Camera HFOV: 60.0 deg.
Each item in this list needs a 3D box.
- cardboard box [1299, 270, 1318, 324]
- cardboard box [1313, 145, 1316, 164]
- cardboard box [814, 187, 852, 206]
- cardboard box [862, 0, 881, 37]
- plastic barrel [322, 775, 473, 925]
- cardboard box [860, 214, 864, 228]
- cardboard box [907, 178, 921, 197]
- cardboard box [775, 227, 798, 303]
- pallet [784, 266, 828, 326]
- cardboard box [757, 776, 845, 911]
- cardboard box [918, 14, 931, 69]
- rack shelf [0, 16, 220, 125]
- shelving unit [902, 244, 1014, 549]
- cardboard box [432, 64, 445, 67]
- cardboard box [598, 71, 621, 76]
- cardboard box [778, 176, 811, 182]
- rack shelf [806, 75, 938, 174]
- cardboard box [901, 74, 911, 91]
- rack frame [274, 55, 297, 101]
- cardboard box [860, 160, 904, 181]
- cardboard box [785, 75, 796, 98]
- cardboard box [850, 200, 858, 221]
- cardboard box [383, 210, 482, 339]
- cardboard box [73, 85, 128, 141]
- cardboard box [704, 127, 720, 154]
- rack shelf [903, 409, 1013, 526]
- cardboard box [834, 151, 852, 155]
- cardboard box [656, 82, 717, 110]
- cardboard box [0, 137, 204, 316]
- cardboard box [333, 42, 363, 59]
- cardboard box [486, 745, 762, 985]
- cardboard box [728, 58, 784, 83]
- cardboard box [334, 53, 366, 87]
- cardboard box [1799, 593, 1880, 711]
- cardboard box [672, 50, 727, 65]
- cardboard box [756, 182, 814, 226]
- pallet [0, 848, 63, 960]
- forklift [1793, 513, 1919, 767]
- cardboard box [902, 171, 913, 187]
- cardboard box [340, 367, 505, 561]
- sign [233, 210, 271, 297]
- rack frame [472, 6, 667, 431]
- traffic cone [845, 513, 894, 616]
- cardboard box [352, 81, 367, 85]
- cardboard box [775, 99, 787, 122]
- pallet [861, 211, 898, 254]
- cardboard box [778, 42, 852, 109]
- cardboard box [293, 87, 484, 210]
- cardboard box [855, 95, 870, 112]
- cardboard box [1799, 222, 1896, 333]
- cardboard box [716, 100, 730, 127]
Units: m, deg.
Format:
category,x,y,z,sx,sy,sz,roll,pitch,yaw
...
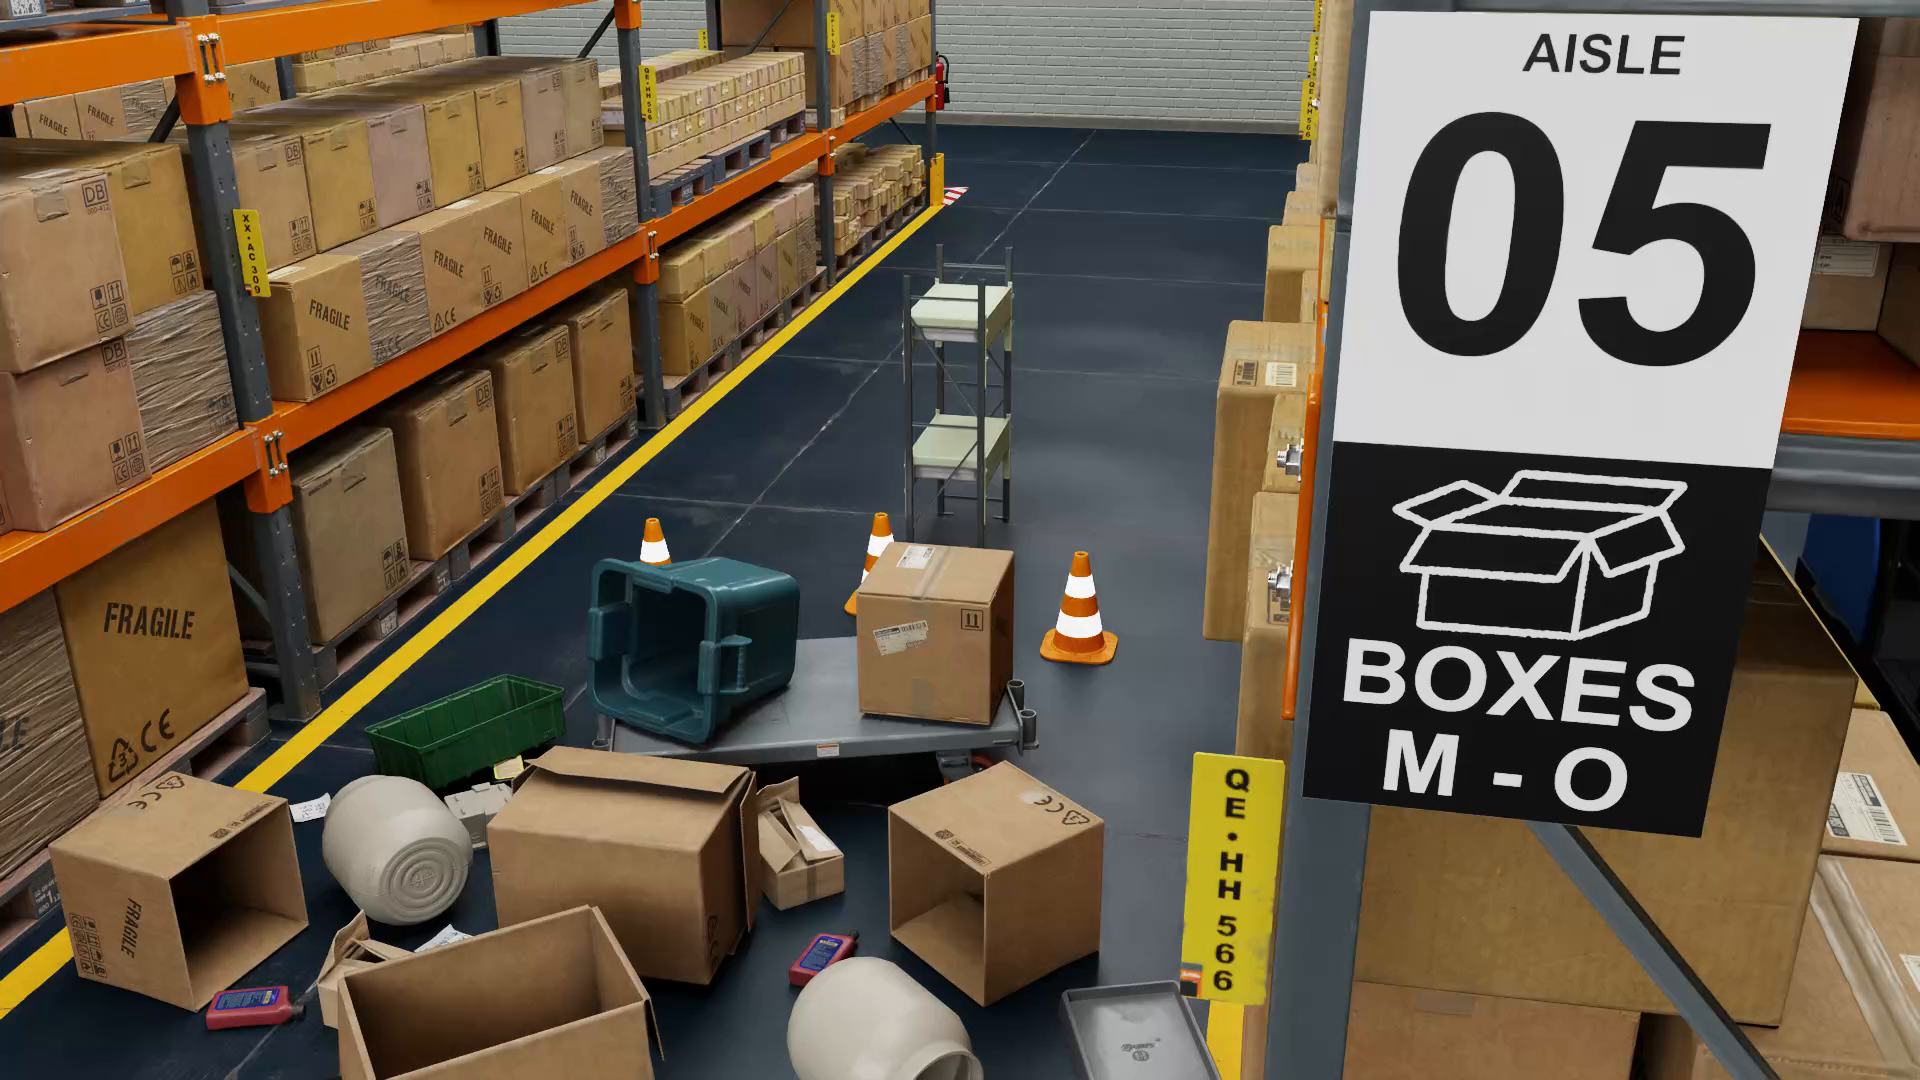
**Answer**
category,x,y,z,sx,sy,sz,roll,pitch,yaw
cardboard box,1.090,-0.278,3.659,0.700,0.500,0.500,4,22,11
cardboard box,2.431,-2.348,10.201,0.500,0.250,0.500,4,22,10
cardboard box,-1.180,-3.056,14.884,0.380,0.149,0.250,4,22,10
cardboard box,-1.016,-4.772,14.818,0.500,0.500,0.500,5,22,12
plastic barrel,-1.932,1.048,5.686,0.421,0.421,0.512,-16,27,-35
cardboard box,-1.104,-2.976,15.482,0.380,0.149,0.250,4,22,9
cardboard box,-0.611,-3.630,17.106,0.380,0.149,0.250,5,23,13
cardboard box,-1.580,-2.163,12.993,0.500,0.500,0.500,4,22,10
pallet,-1.728,-2.027,13.603,1.003,0.211,1.213,4,22,11
cardboard box,-0.604,1.064,5.857,0.258,0.266,0.396,-11,25,-26
cardboard box,-0.594,-5.068,16.891,0.500,0.500,0.500,5,22,12
rack shelf,-3.611,-1.006,4.283,1.077,0.370,4.000,4,22,11
shelving unit,-0.001,-0.693,8.567,0.431,1.500,0.755,4,22,11
cardboard box,-5.546,-4.837,17.186,0.380,0.149,0.250,4,22,10
cardboard box,-2.415,-3.278,11.956,0.380,0.149,0.250,5,23,13
cardboard box,-1.601,-3.286,15.456,0.380,0.149,0.250,3,22,8
rack shelf,-1.162,-4.003,15.740,1.077,0.370,4.000,4,22,11
cardboard box,-0.697,-4.535,16.434,0.380,0.149,0.250,5,22,12
rack frame,-6.405,-4.020,14.820,1.000,3.000,0.127,4,22,11
cardboard box,-0.765,-3.619,16.282,0.380,0.149,0.250,5,23,13
cardboard box,-1.511,-3.564,13.064,0.380,0.149,0.250,5,22,11
cardboard box,-1.147,-3.013,15.176,0.380,0.149,0.250,3,22,8
cardboard box,-2.625,-1.265,7.845,0.500,0.500,0.500,4,22,11
cardboard box,-6.652,-3.137,12.494,0.500,0.500,0.500,4,22,10
cardboard box,-1.883,-2.762,11.470,0.380,0.149,0.250,5,23,13
rack shelf,-0.001,-0.391,8.689,0.431,0.370,0.720,4,22,11
cardboard box,-1.309,-3.858,16.876,0.380,0.149,0.250,4,22,11
cardboard box,-1.888,-3.034,11.351,0.380,0.149,0.250,6,23,13
cardboard box,-3.312,-1.117,5.967,0.875,0.550,0.550,4,22,11
cardboard box,-5.949,-4.772,15.485,0.500,0.500,0.500,4,22,11
cardboard box,-1.090,1.041,5.413,0.797,0.637,0.503,4,22,11
cardboard box,-1.570,-3.605,12.767,0.380,0.149,0.250,4,22,9
cardboard box,-5.947,-4.422,15.620,0.500,0.250,0.500,4,22,11
cardboard box,1.421,0.411,3.285,0.500,0.500,0.500,4,22,10
cardboard box,-2.101,-3.850,13.376,0.380,0.149,0.250,6,23,14
cardboard box,-1.475,-2.697,13.314,0.500,0.250,0.500,4,22,9
pallet,-3.681,1.334,5.259,1.003,0.211,1.213,4,22,11
forklift,4.169,-0.437,6.014,1.130,2.935,3.031,5,22,11
cardboard box,-0.687,-3.673,16.815,0.380,0.149,0.250,4,22,9
cardboard box,-2.963,-0.417,8.323,1.050,0.750,0.750,4,22,11
sign,-2.659,-1.076,6.245,0.100,0.325,0.005,4,22,11
rack frame,-2.386,-2.142,10.157,1.000,3.000,0.127,4,22,11
traffic cone,-0.373,0.095,7.997,0.336,0.463,0.334,4,22,11
cardboard box,-5.860,-4.275,15.790,0.380,0.149,0.250,4,22,9
cardboard box,-1.563,-3.337,12.898,0.380,0.149,0.250,4,22,11
pallet,-1.221,-3.007,16.038,1.003,0.211,1.213,4,22,11
cardboard box,-1.222,-3.951,14.117,0.500,0.500,0.500,4,22,10
cardboard box,-2.796,-1.929,8.156,0.700,0.500,0.500,4,22,10
cardboard box,-1.032,-3.955,14.995,0.380,0.149,0.250,5,22,12
cardboard box,1.199,-0.350,2.029,0.380,0.149,0.250,4,22,9
cardboard box,-1.830,-2.991,11.641,0.380,0.149,0.250,4,22,10
